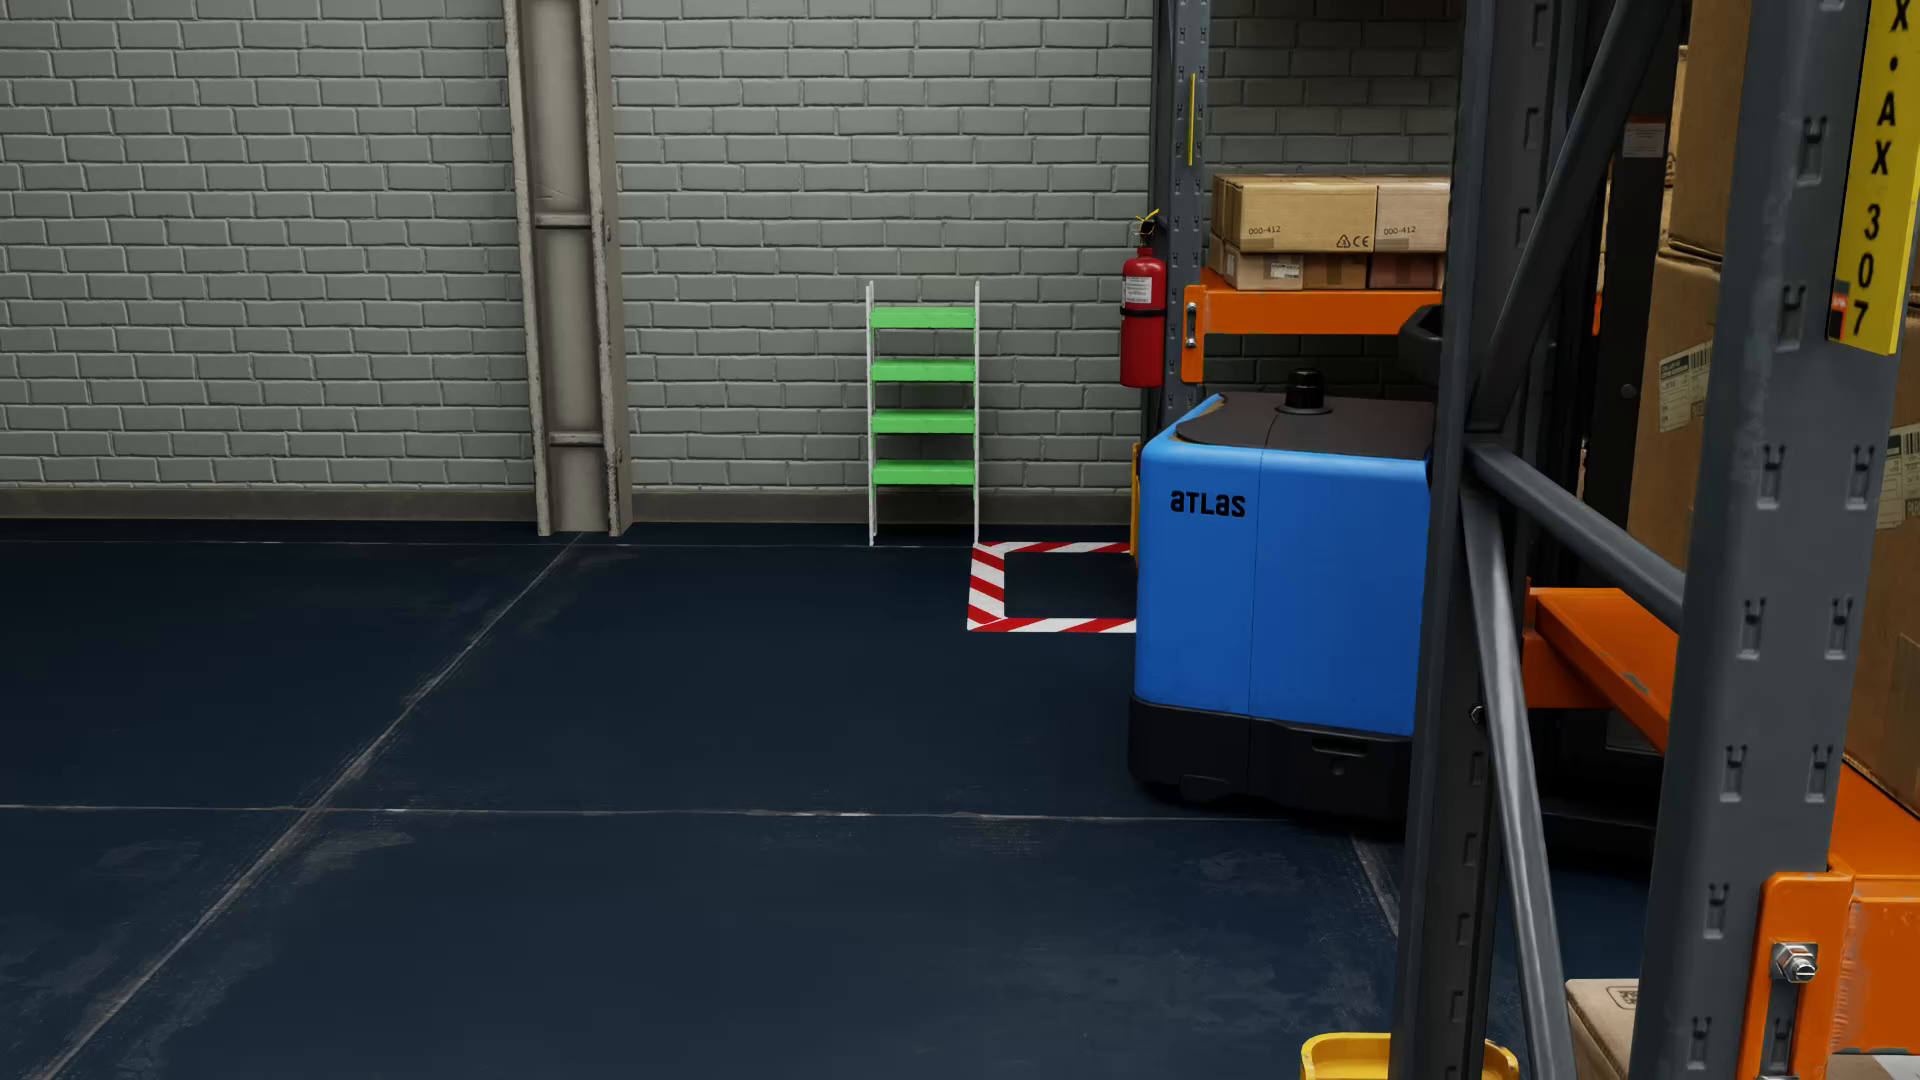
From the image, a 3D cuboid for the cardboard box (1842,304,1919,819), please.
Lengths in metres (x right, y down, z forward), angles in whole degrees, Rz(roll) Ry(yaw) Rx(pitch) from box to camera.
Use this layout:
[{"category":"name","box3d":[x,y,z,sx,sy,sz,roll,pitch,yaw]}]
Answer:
[{"category":"cardboard box","box3d":[1.212,0.032,1.642,0.500,0.500,0.500,0,15,1]}]

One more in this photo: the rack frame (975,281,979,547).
[{"category":"rack frame","box3d":[0.078,-0.580,7.685,0.015,1.200,0.240,0,15,1]}]

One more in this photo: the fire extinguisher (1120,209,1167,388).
[{"category":"fire extinguisher","box3d":[0.703,-0.927,6.357,0.183,0.674,0.296,0,15,1]}]

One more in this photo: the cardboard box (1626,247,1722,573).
[{"category":"cardboard box","box3d":[1.228,-0.109,2.176,0.500,0.500,0.500,0,15,2]}]

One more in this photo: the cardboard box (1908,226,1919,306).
[{"category":"cardboard box","box3d":[1.212,-0.452,1.517,0.500,0.500,0.500,0,15,0]}]

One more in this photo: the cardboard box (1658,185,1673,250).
[{"category":"cardboard box","box3d":[2.832,-1.258,6.438,0.500,0.250,0.500,0,15,0]}]

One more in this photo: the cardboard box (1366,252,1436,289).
[{"category":"cardboard box","box3d":[1.703,-1.085,6.567,0.250,0.149,0.380,0,15,1]}]

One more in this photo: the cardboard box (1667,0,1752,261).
[{"category":"cardboard box","box3d":[1.227,-0.585,2.022,0.500,0.500,0.500,1,15,3]}]

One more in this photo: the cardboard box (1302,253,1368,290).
[{"category":"cardboard box","box3d":[1.439,-1.078,6.540,0.250,0.149,0.380,1,15,3]}]

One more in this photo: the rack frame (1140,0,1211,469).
[{"category":"rack frame","box3d":[0.862,-1.262,6.742,0.127,3.000,1.000,0,15,1]}]

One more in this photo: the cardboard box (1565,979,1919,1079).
[{"category":"cardboard box","box3d":[1.402,1.019,2.298,0.875,0.438,0.875,0,15,0]}]

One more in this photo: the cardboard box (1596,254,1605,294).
[{"category":"cardboard box","box3d":[2.470,-1.047,6.421,0.250,0.149,0.380,0,15,0]}]

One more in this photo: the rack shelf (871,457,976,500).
[{"category":"rack shelf","box3d":[-0.166,-0.287,7.769,0.480,0.148,0.258,0,15,1]}]

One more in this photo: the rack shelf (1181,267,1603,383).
[{"category":"rack shelf","box3d":[2.862,-0.901,6.785,4.000,0.370,1.077,0,15,1]}]

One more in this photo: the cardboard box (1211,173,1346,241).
[{"category":"cardboard box","box3d":[1.329,-1.398,6.969,0.500,0.250,0.500,1,15,3]}]

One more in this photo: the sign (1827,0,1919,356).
[{"category":"sign","box3d":[0.719,-0.311,1.288,0.005,0.325,0.100,0,15,1]}]

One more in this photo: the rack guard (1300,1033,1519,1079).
[{"category":"rack guard","box3d":[0.715,1.213,2.264,0.348,0.500,1.175,0,15,1]}]

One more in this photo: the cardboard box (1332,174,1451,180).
[{"category":"cardboard box","box3d":[1.844,-1.394,6.955,0.500,0.250,0.500,0,15,2]}]

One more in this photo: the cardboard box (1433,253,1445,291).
[{"category":"cardboard box","box3d":[1.954,-1.068,6.501,0.250,0.149,0.380,1,15,3]}]

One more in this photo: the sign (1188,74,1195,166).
[{"category":"sign","box3d":[0.849,-1.542,6.107,0.005,0.325,0.100,0,15,1]}]

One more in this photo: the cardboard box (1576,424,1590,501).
[{"category":"cardboard box","box3d":[2.325,-0.213,6.842,0.500,0.500,0.700,1,15,4]}]

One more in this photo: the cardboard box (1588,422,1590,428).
[{"category":"cardboard box","box3d":[2.851,-0.184,6.733,0.500,0.500,0.500,1,15,2]}]

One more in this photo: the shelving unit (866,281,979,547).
[{"category":"shelving unit","box3d":[-0.166,-0.581,7.691,0.503,1.200,0.258,0,15,1]}]

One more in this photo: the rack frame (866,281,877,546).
[{"category":"rack frame","box3d":[-0.410,-0.583,7.697,0.015,1.200,0.240,0,15,1]}]

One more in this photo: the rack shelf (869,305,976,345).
[{"category":"rack shelf","box3d":[-0.166,-0.984,7.585,0.480,0.148,0.258,0,15,1]}]

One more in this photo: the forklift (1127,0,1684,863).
[{"category":"forklift","box3d":[2.071,-0.634,4.499,3.031,2.935,1.130,6,16,20]}]

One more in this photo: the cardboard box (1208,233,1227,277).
[{"category":"cardboard box","box3d":[1.200,-1.207,7.026,0.250,0.149,0.380,0,15,1]}]

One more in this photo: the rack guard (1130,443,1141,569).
[{"category":"rack guard","box3d":[0.938,-0.053,7.059,0.348,0.500,1.175,0,15,1]}]

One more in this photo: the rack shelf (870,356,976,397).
[{"category":"rack shelf","box3d":[-0.166,-0.752,7.646,0.480,0.148,0.258,0,15,1]}]

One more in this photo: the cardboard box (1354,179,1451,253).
[{"category":"cardboard box","box3d":[1.813,-1.258,6.440,0.500,0.250,0.500,1,15,2]}]

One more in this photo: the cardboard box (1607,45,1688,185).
[{"category":"cardboard box","box3d":[2.809,-1.614,6.320,0.500,0.500,0.500,1,15,3]}]

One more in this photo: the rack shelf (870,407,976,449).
[{"category":"rack shelf","box3d":[-0.166,-0.519,7.707,0.480,0.148,0.258,0,15,1]}]

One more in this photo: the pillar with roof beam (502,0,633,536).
[{"category":"pillar with roof beam","box3d":[-1.920,-3.312,2.754,0.400,9.000,9.100,0,15,1]}]

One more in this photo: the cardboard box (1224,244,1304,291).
[{"category":"cardboard box","box3d":[1.184,-1.068,6.501,0.250,0.149,0.380,0,15,1]}]

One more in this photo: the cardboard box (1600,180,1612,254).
[{"category":"cardboard box","box3d":[2.320,-1.256,6.430,0.500,0.250,0.500,0,15,0]}]

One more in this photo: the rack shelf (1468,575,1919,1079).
[{"category":"rack shelf","box3d":[2.739,0.365,1.987,4.000,0.370,1.077,0,15,1]}]

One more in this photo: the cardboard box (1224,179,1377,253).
[{"category":"cardboard box","box3d":[1.309,-1.261,6.452,0.500,0.250,0.500,0,15,2]}]
